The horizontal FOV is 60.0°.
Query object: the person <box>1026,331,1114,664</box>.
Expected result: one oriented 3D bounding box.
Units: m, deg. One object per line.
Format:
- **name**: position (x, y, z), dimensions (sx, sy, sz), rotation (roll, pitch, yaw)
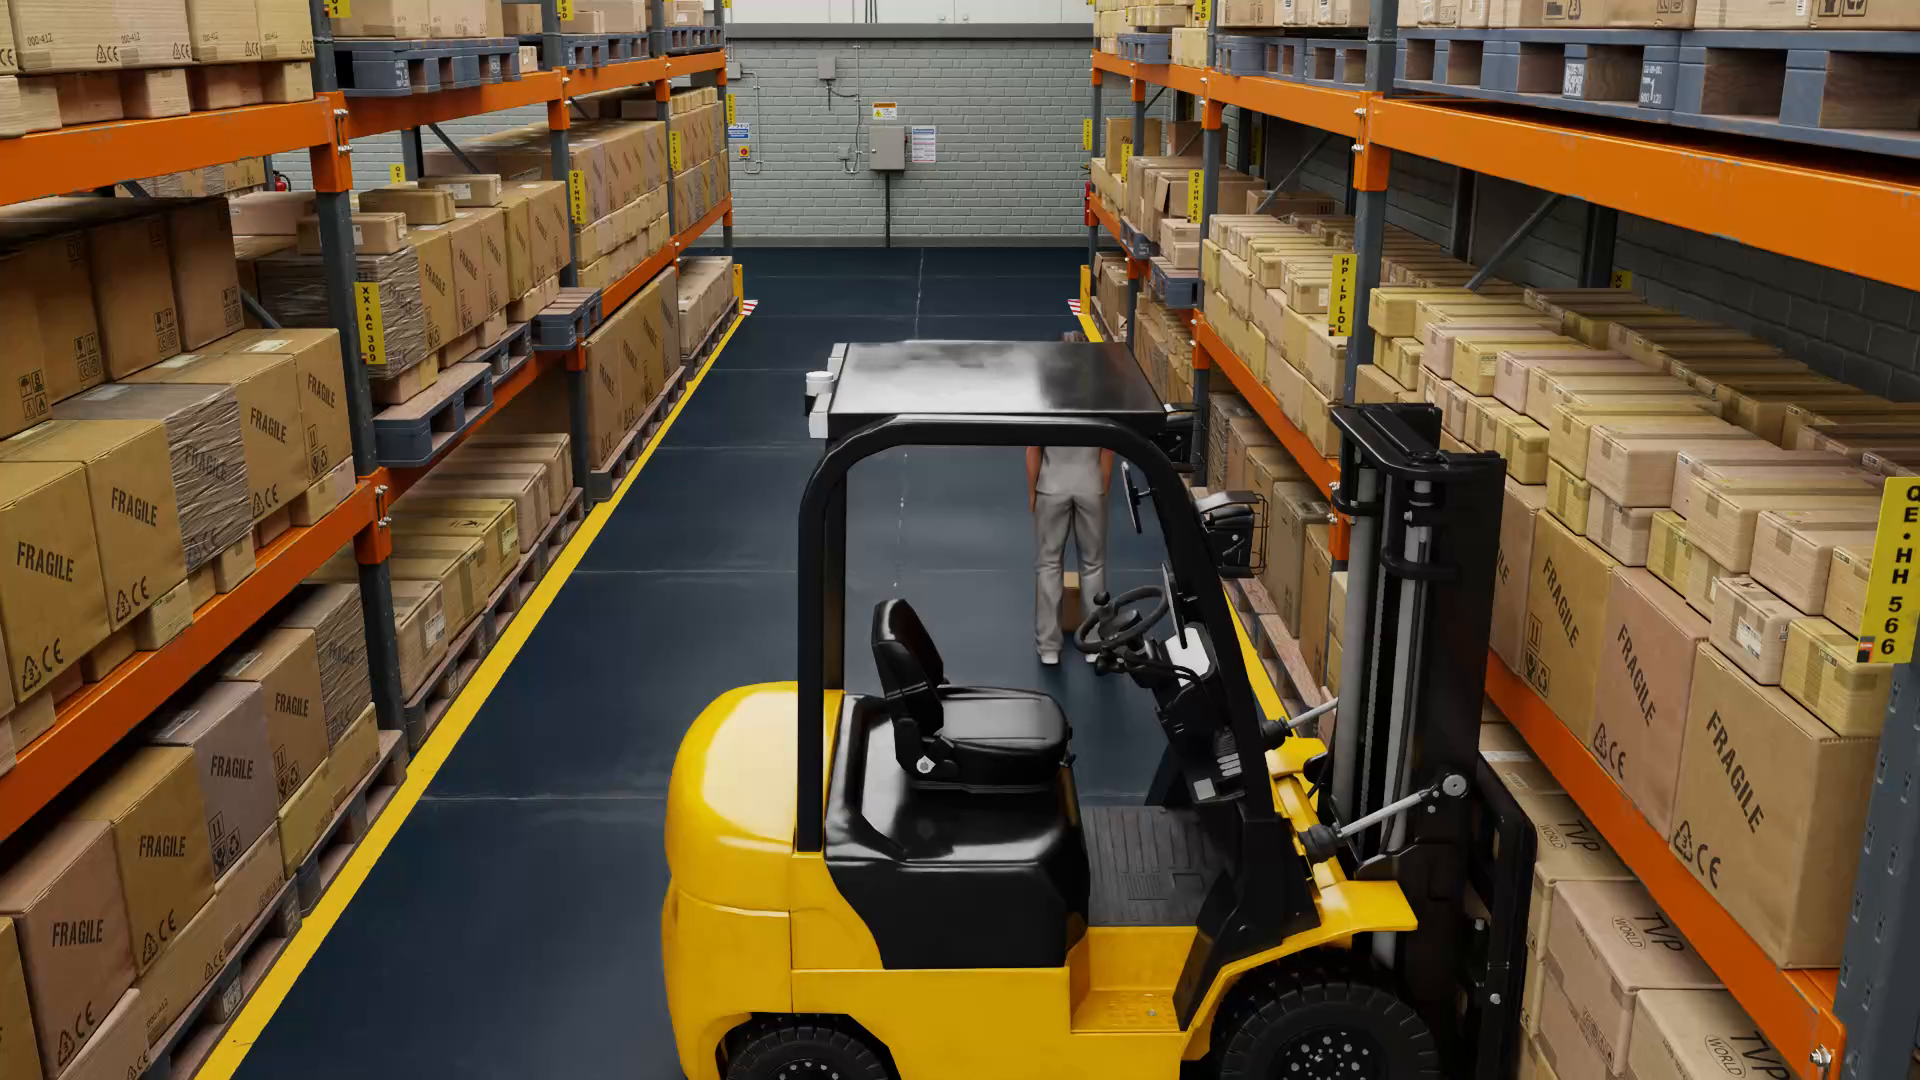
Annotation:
- **person**: position (0.541, -0.202, 8.218), dimensions (0.437, 1.670, 0.365), rotation (0, 17, 0)
